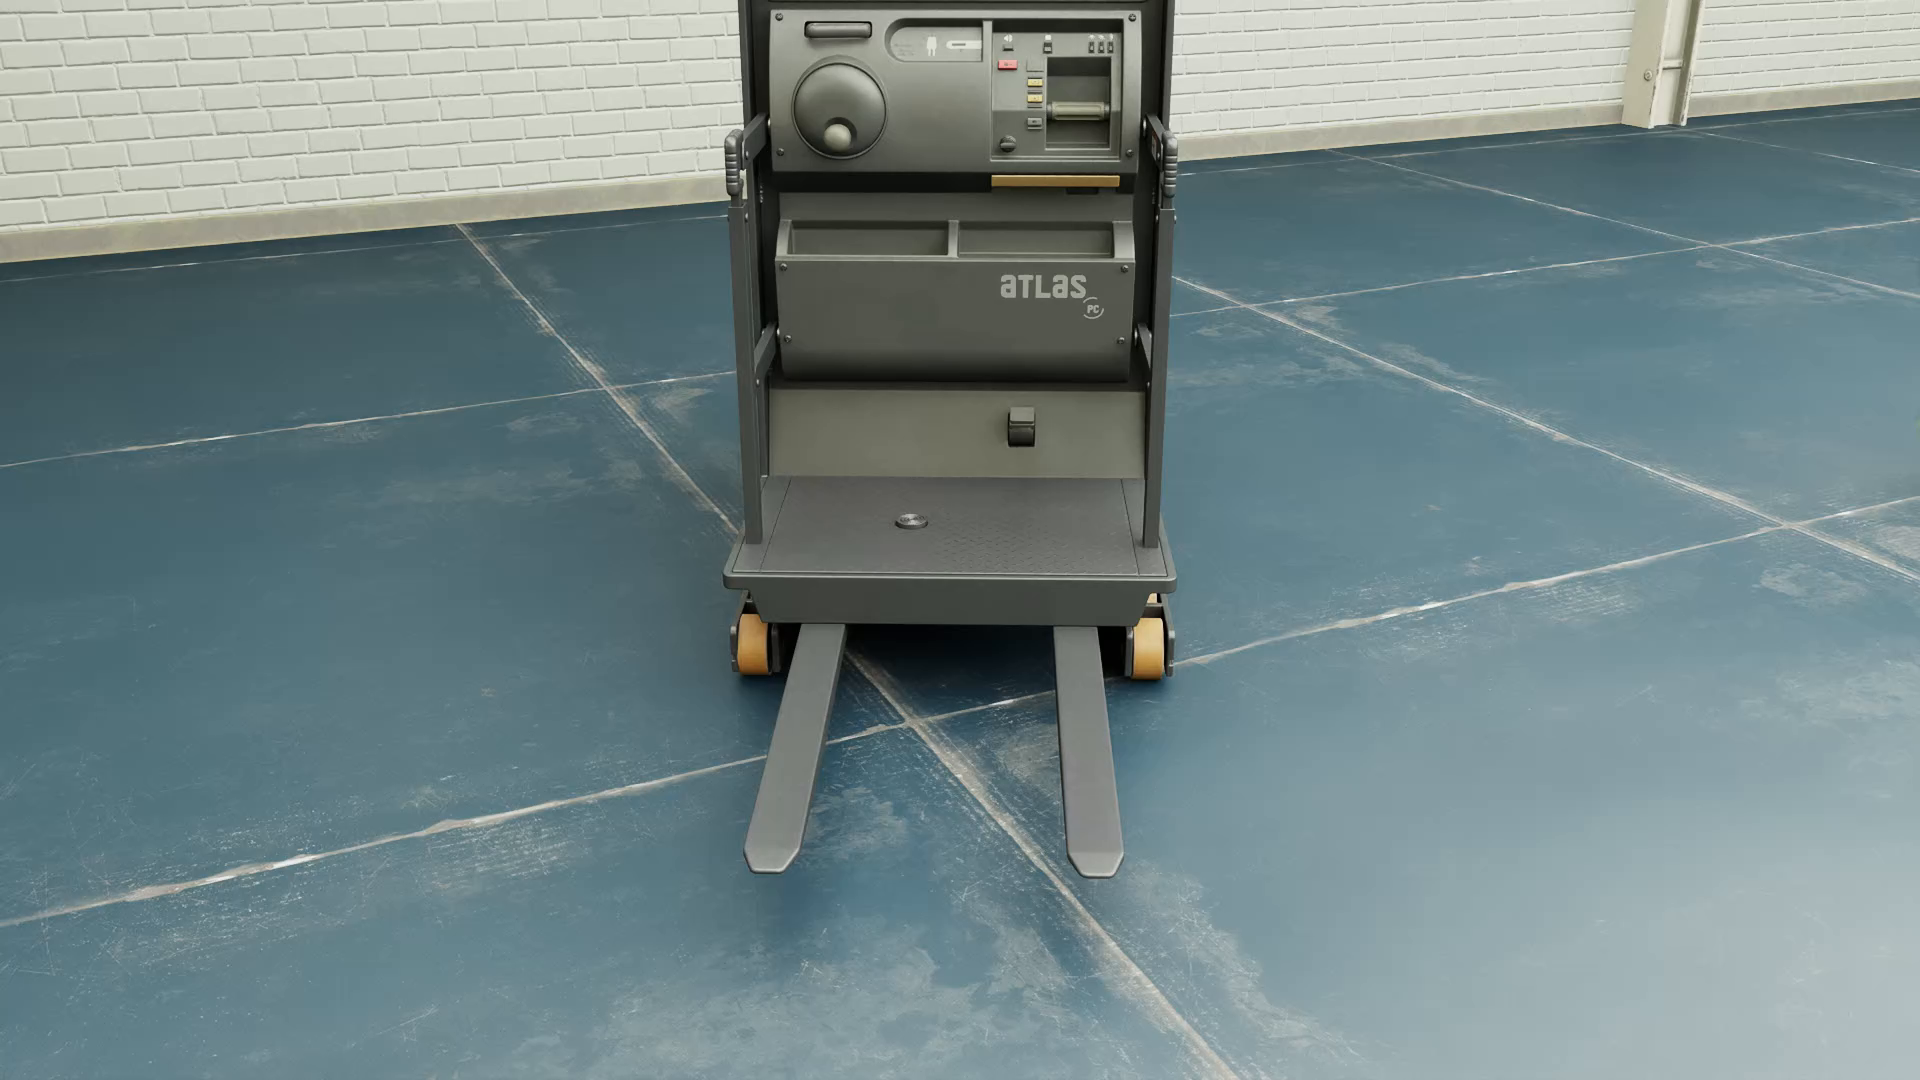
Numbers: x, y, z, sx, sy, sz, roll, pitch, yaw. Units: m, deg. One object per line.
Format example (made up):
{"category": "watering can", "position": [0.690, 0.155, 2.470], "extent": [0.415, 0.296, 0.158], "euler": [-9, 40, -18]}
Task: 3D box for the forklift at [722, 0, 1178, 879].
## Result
{"category": "forklift", "position": [-0.015, -1.116, 3.973], "extent": [1.130, 2.935, 3.031], "euler": [1, 23, 1]}
